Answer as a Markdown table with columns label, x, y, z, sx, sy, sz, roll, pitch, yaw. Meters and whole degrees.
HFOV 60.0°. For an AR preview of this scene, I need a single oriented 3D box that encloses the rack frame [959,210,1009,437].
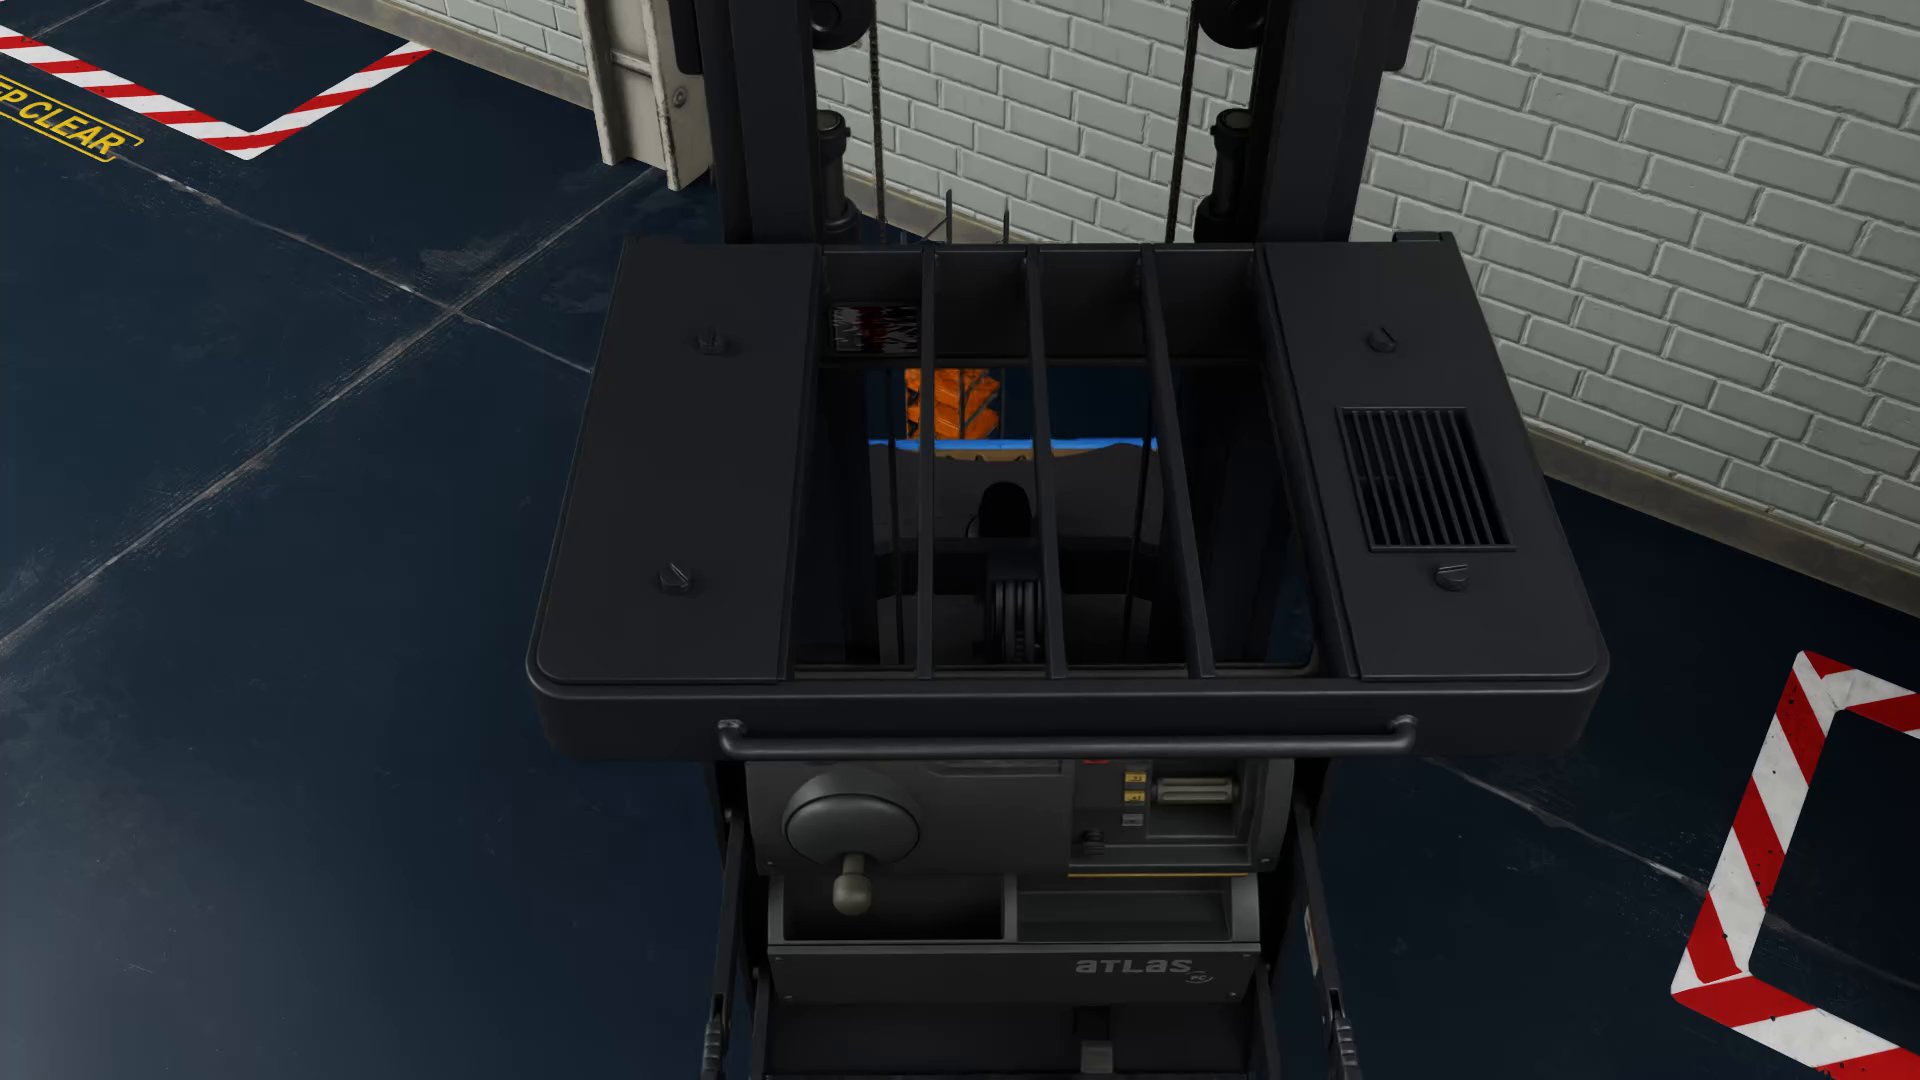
| label | x | y | z | sx | sy | sz | roll | pitch | yaw |
| --- | --- | --- | --- | --- | --- | --- | --- | --- | --- |
| rack frame | 0.065 | -0.388 | 4.791 | 0.006 | 1.200 | 0.240 | 25 | 51 | 22 |

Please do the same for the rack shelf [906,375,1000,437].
| label | x | y | z | sx | sy | sz | roll | pitch | yaw |
| --- | --- | --- | --- | --- | --- | --- | --- | --- | --- |
| rack shelf | -0.012 | -0.393 | 4.857 | 0.180 | 0.103 | 0.258 | 25 | 51 | 22 |

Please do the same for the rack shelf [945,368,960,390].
| label | x | y | z | sx | sy | sz | roll | pitch | yaw |
| --- | --- | --- | --- | --- | --- | --- | --- | --- | --- |
| rack shelf | -0.012 | -0.560 | 4.685 | 0.180 | 0.103 | 0.258 | 25 | 51 | 22 |

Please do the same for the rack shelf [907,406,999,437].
| label | x | y | z | sx | sy | sz | roll | pitch | yaw |
| --- | --- | --- | --- | --- | --- | --- | --- | --- | --- |
| rack shelf | -0.012 | -0.309 | 4.943 | 0.180 | 0.103 | 0.258 | 25 | 51 | 22 |

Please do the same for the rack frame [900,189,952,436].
| label | x | y | z | sx | sy | sz | roll | pitch | yaw |
| --- | --- | --- | --- | --- | --- | --- | --- | --- | --- |
| rack frame | -0.089 | -0.459 | 4.860 | 0.006 | 1.200 | 0.240 | 25 | 51 | 22 |

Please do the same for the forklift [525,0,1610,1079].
| label | x | y | z | sx | sy | sz | roll | pitch | yaw |
| --- | --- | --- | --- | --- | --- | --- | --- | --- | --- |
| forklift | 0.106 | 0.535 | 2.687 | 1.130 | 2.935 | 3.031 | 0 | 46 | 0 |

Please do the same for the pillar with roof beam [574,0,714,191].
| label | x | y | z | sx | sy | sz | roll | pitch | yaw |
| --- | --- | --- | --- | --- | --- | --- | --- | --- | --- |
| pillar with roof beam | -3.526 | -2.087 | 1.003 | 0.400 | 9.000 | 9.100 | 25 | 51 | 22 |

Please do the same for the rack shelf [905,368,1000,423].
| label | x | y | z | sx | sy | sz | roll | pitch | yaw |
| --- | --- | --- | --- | --- | --- | --- | --- | --- | --- |
| rack shelf | -0.012 | -0.476 | 4.771 | 0.180 | 0.103 | 0.258 | 25 | 51 | 22 |

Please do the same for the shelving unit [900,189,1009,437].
| label | x | y | z | sx | sy | sz | roll | pitch | yaw |
| --- | --- | --- | --- | --- | --- | --- | --- | --- | --- |
| shelving unit | -0.012 | -0.424 | 4.825 | 0.189 | 1.200 | 0.258 | 25 | 51 | 22 |
